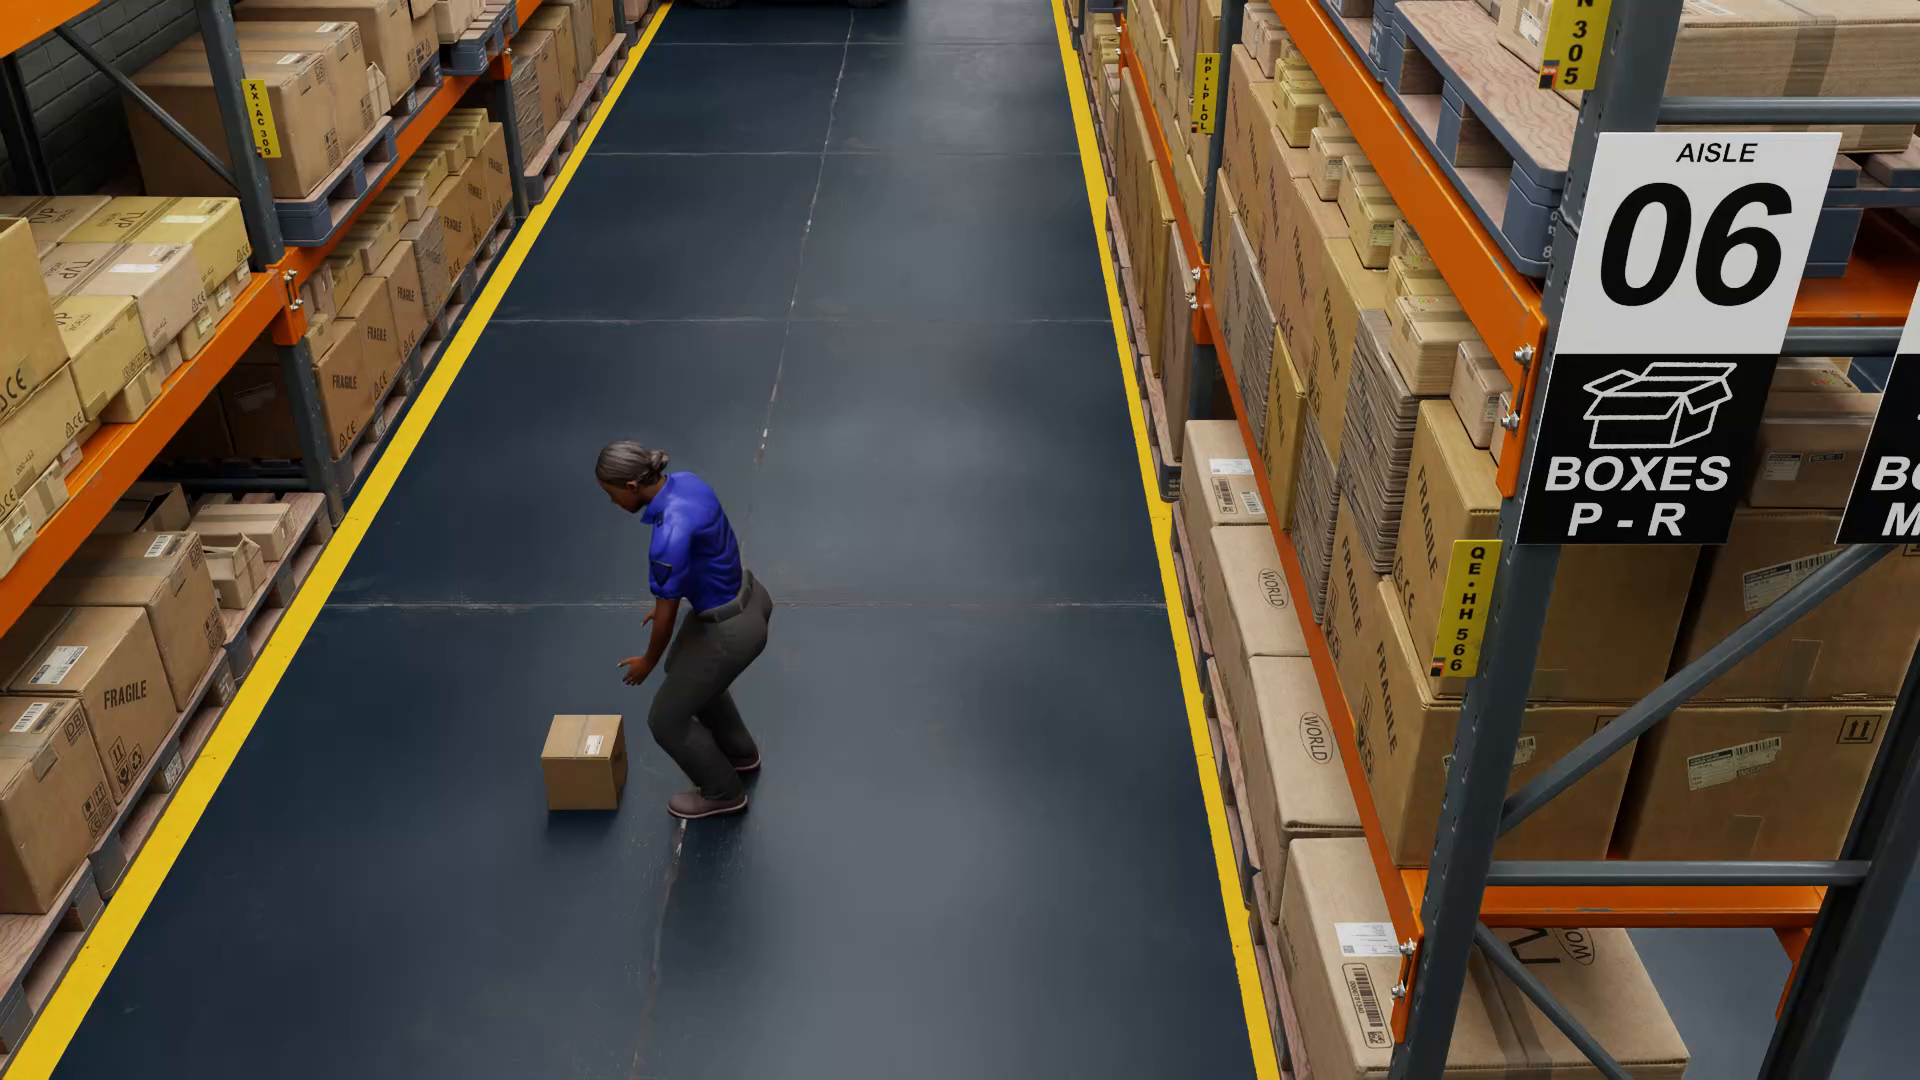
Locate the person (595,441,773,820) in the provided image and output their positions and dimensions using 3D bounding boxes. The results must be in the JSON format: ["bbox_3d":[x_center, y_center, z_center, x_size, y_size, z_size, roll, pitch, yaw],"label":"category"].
[{"bbox_3d":[-0.928,0.316,5.804,0.535,1.487,0.487,0,32,0],"label":"person"}]
